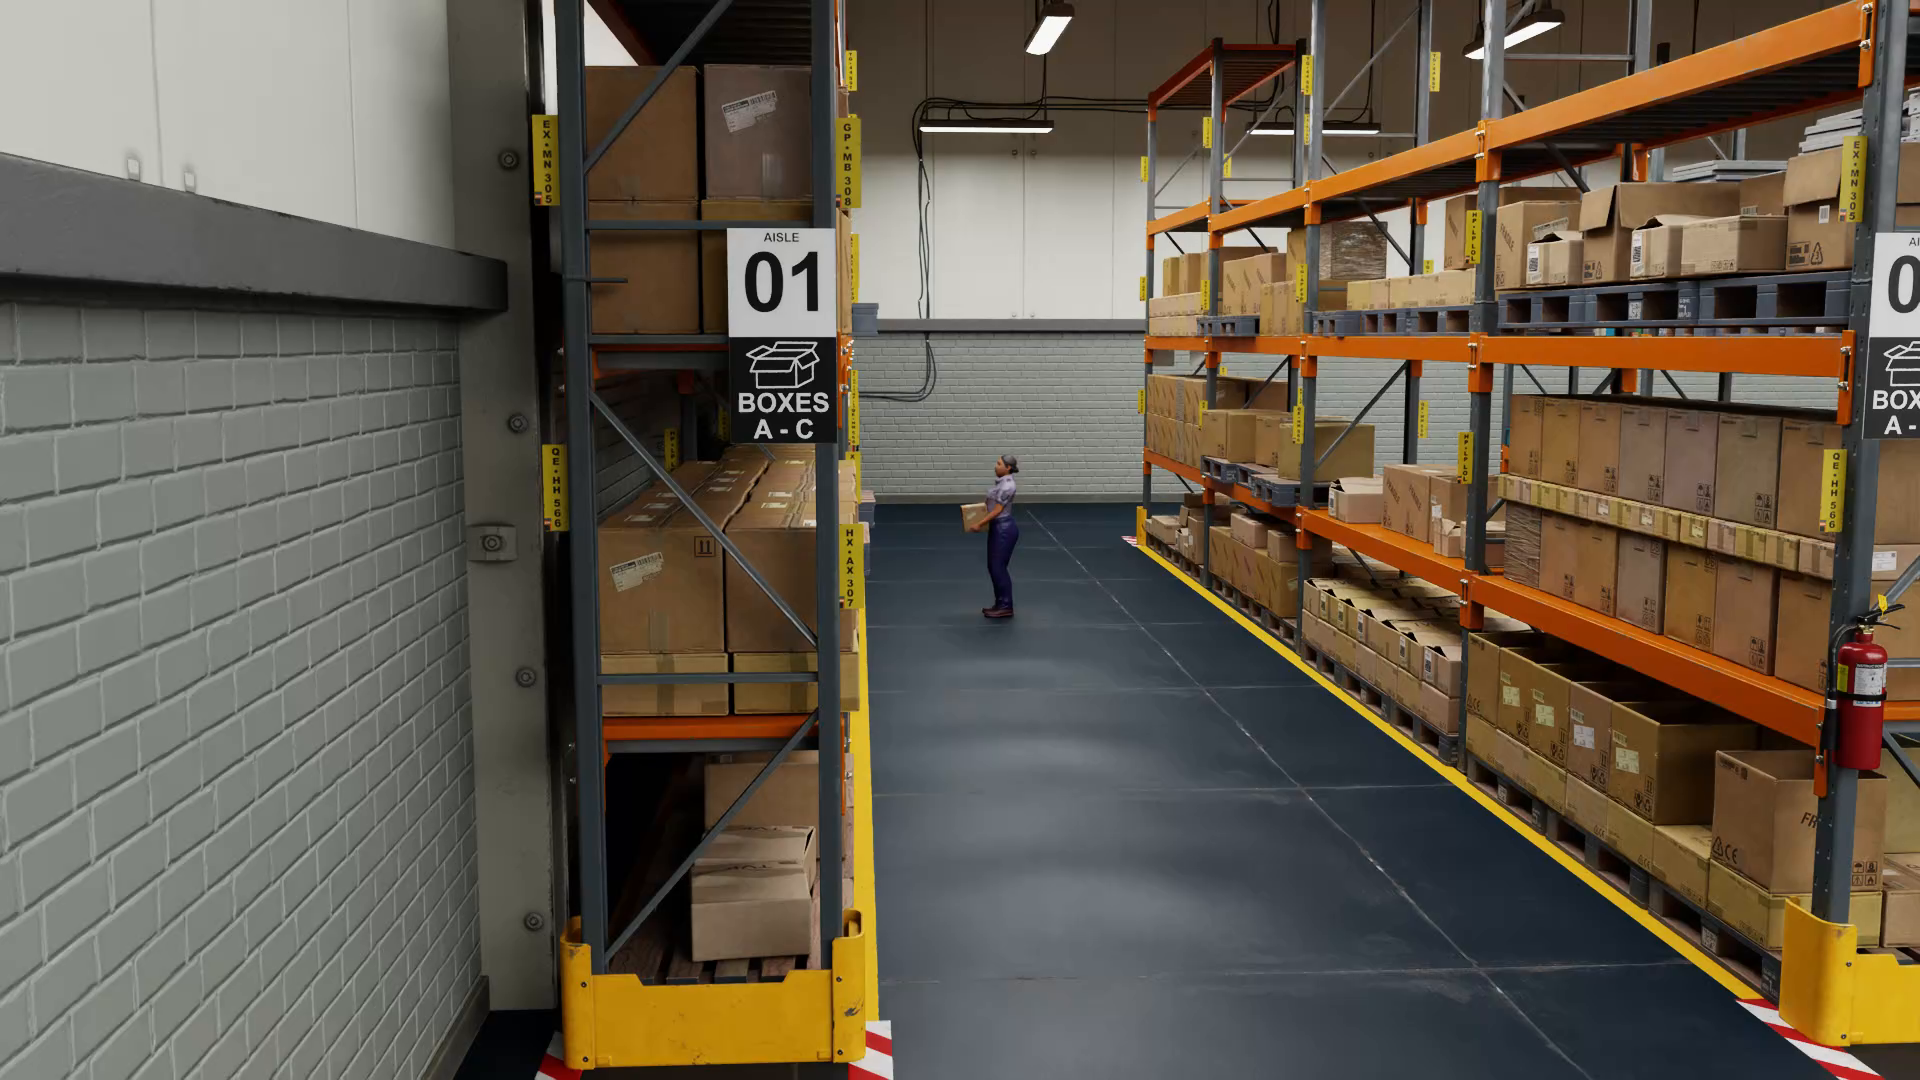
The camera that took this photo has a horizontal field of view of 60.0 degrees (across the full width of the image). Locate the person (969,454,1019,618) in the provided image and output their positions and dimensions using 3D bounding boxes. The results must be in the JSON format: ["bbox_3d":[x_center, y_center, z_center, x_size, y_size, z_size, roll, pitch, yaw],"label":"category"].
[{"bbox_3d":[0.336,-0.050,16.795,0.518,1.630,0.453,0,7,-3],"label":"person"}]
